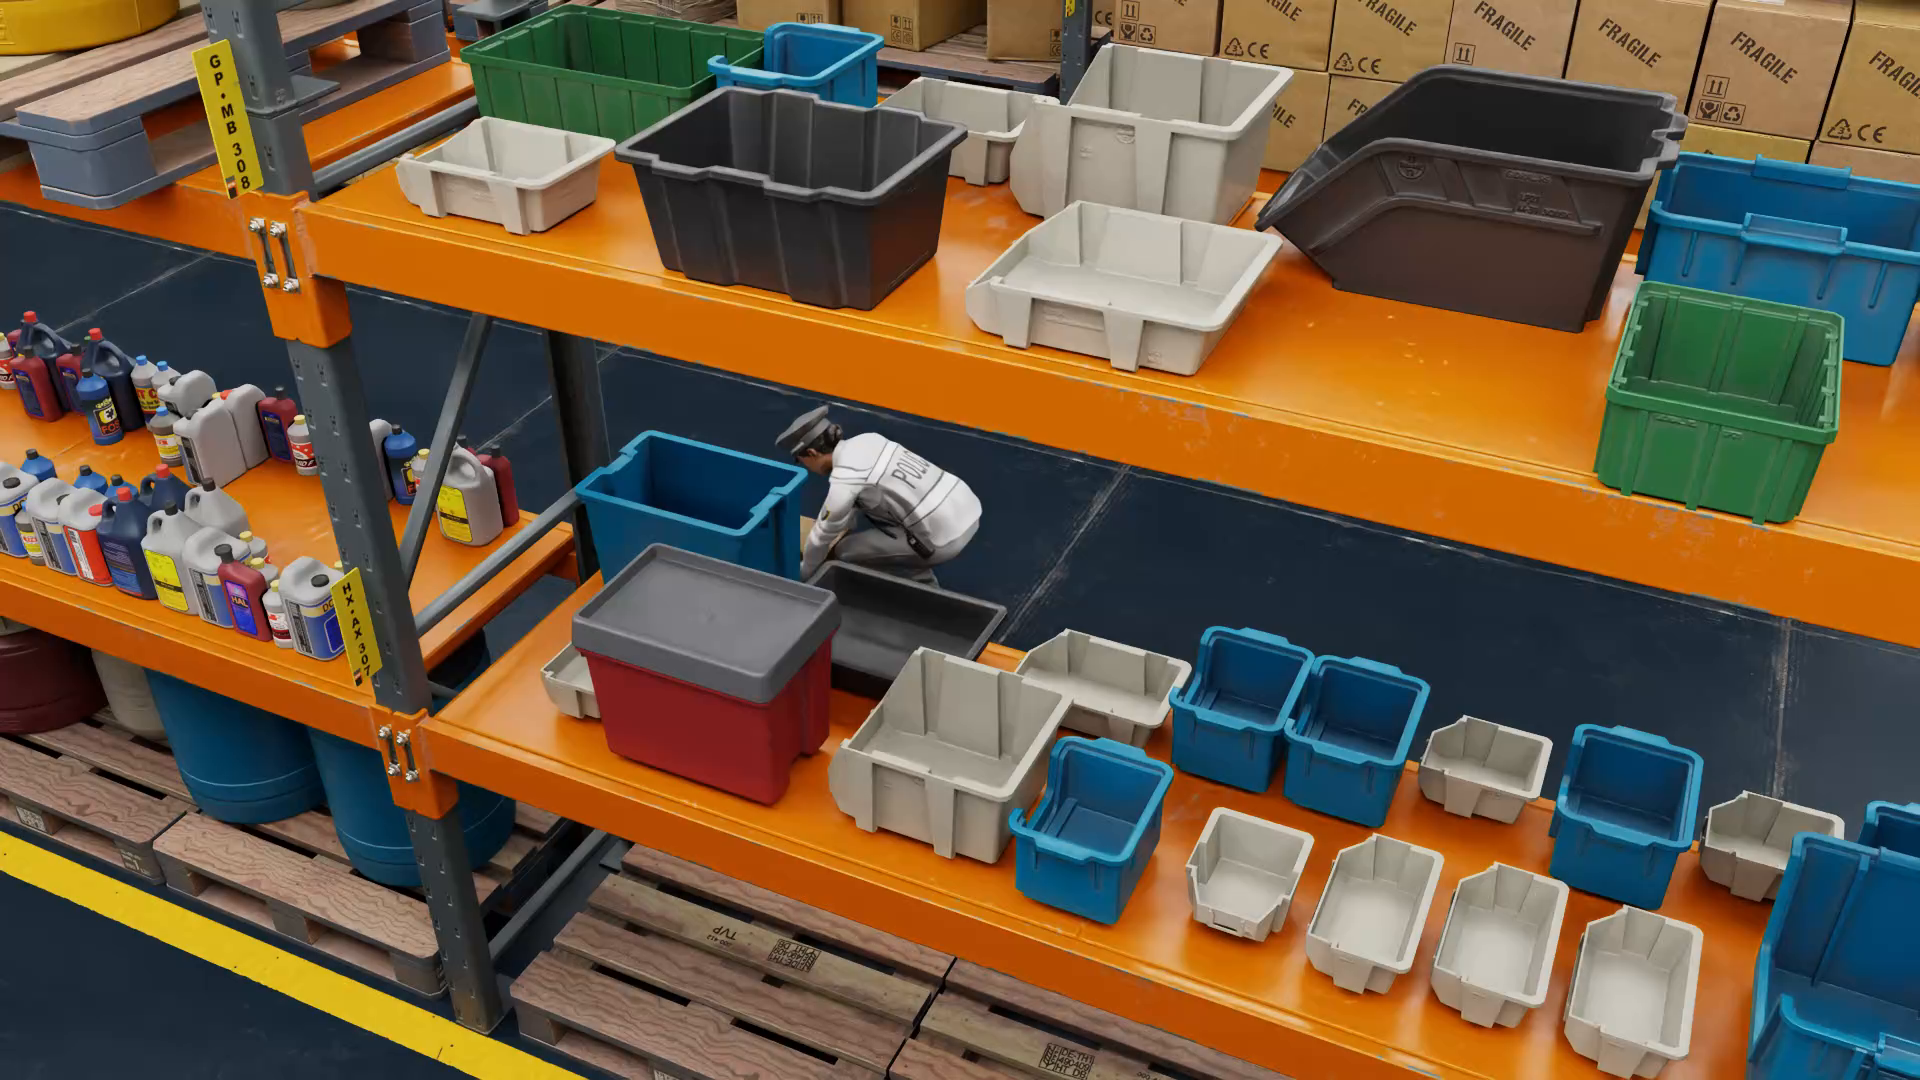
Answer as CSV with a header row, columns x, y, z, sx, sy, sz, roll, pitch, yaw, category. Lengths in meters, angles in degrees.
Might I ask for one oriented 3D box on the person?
x,y,z,sx,sy,sz,roll,pitch,yaw,category
-0.346,-0.098,6.954,0.846,0.928,0.477,14,36,20,person
